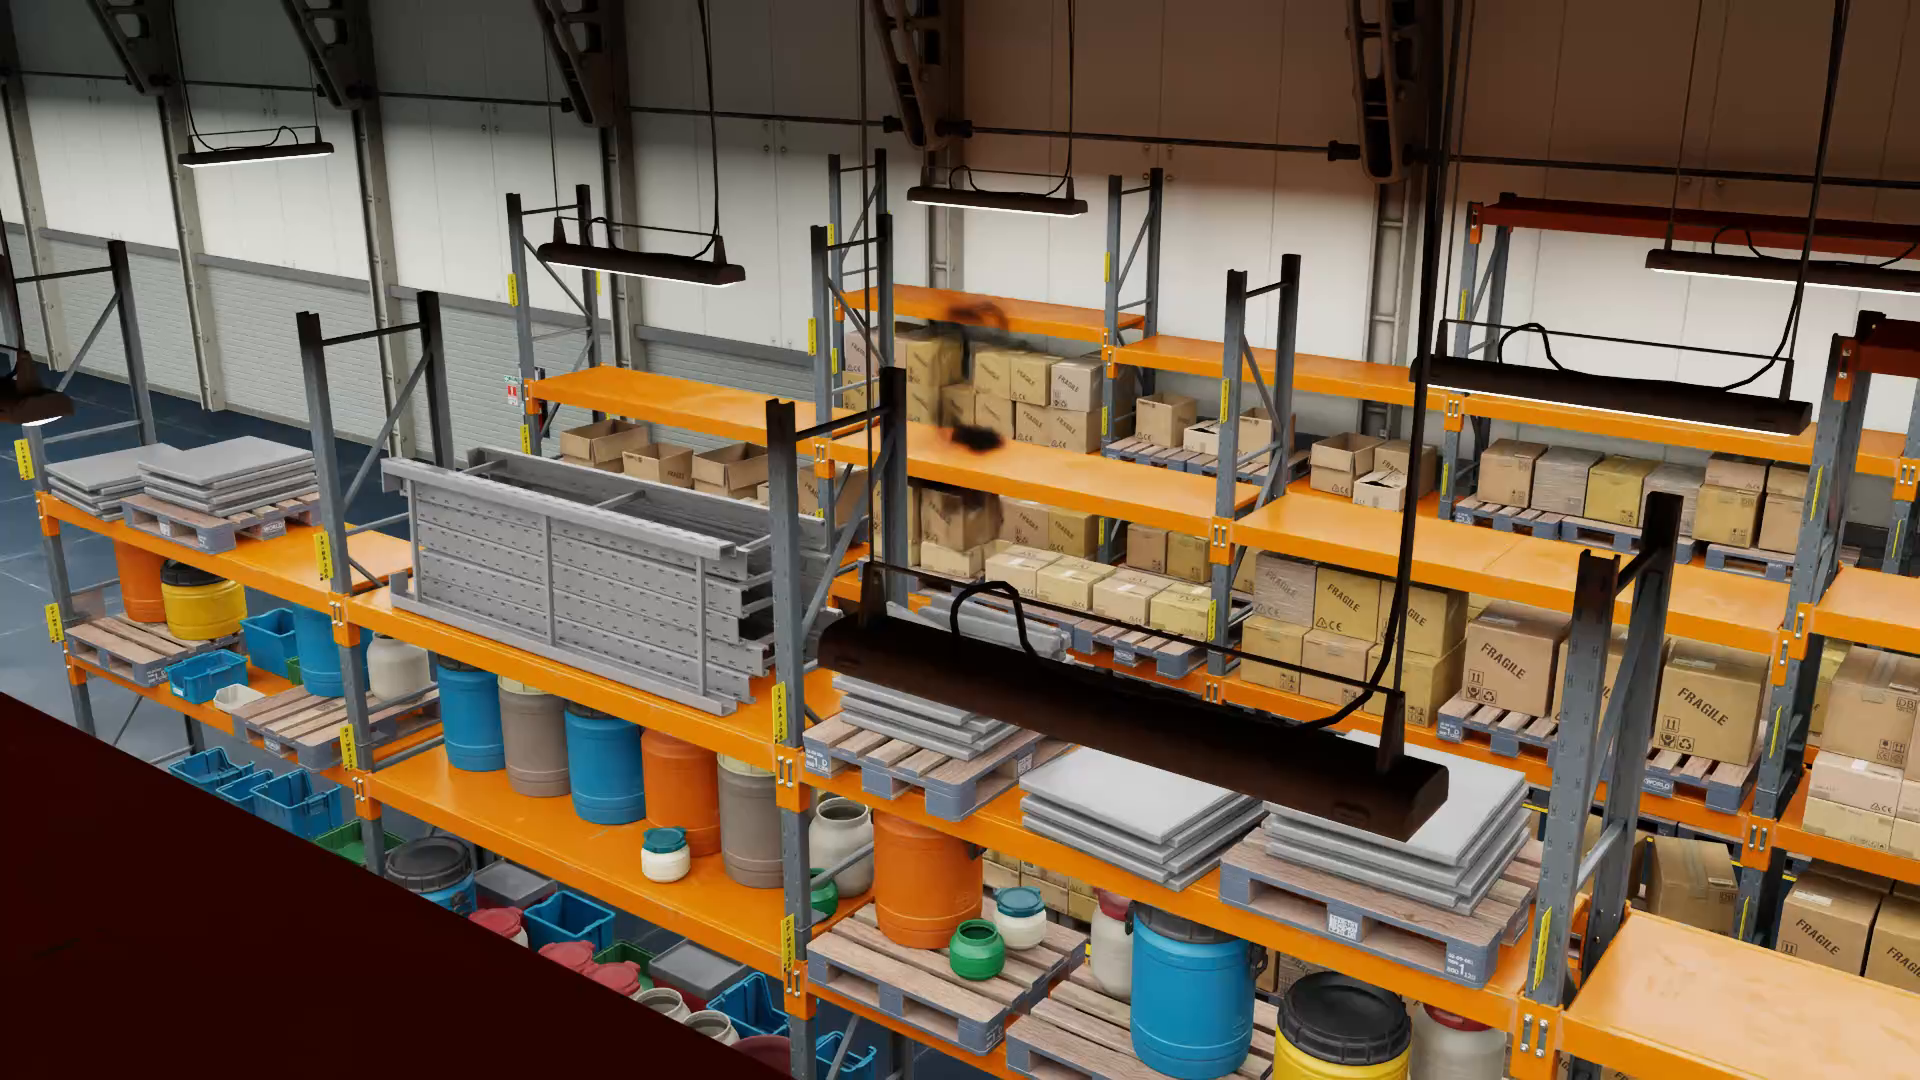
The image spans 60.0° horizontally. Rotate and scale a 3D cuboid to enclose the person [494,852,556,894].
[{"bbox_3d":[-3.831,2.677,14.438,0.824,1.765,0.709,9,21,26],"label":"person"}]
